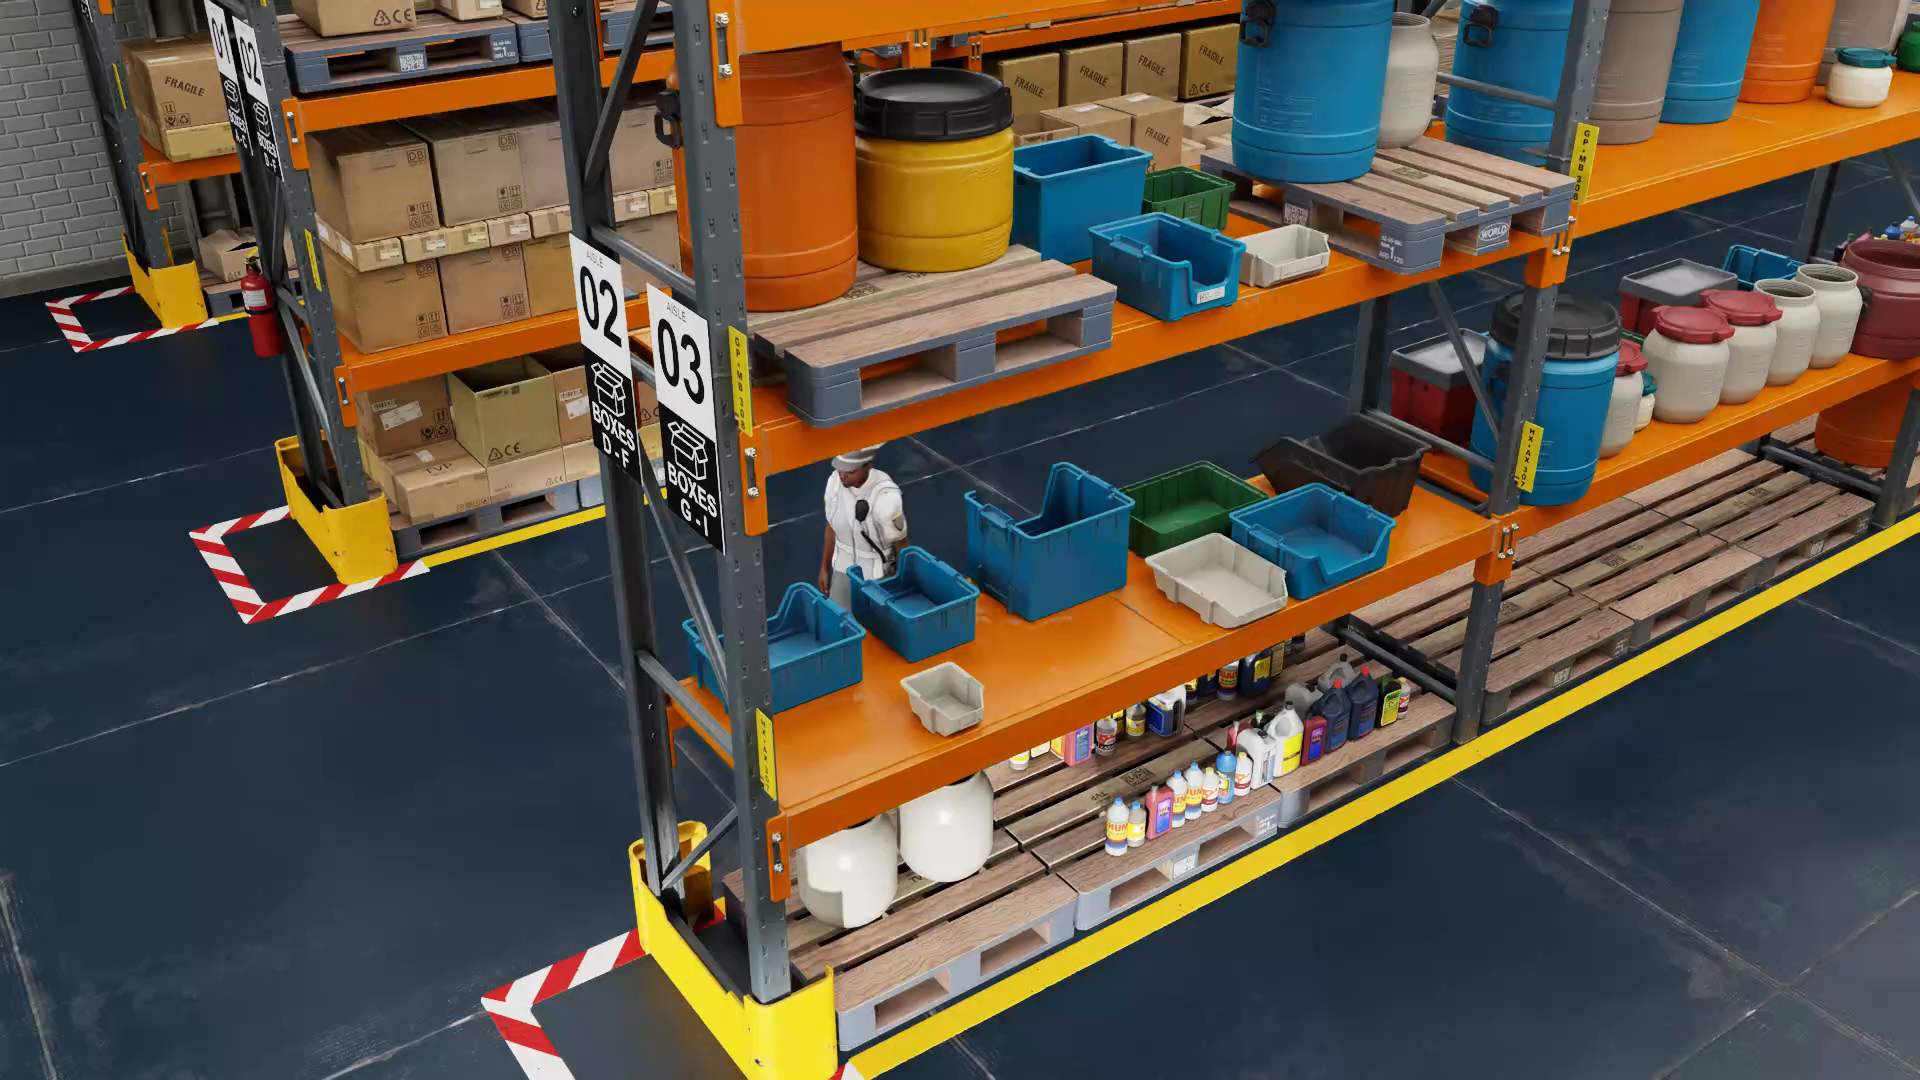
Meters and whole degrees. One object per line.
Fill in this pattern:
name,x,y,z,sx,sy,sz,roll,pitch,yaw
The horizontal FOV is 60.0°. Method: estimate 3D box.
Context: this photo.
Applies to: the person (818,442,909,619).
person,-0.484,0.199,8.261,0.526,1.661,0.396,18,34,30
